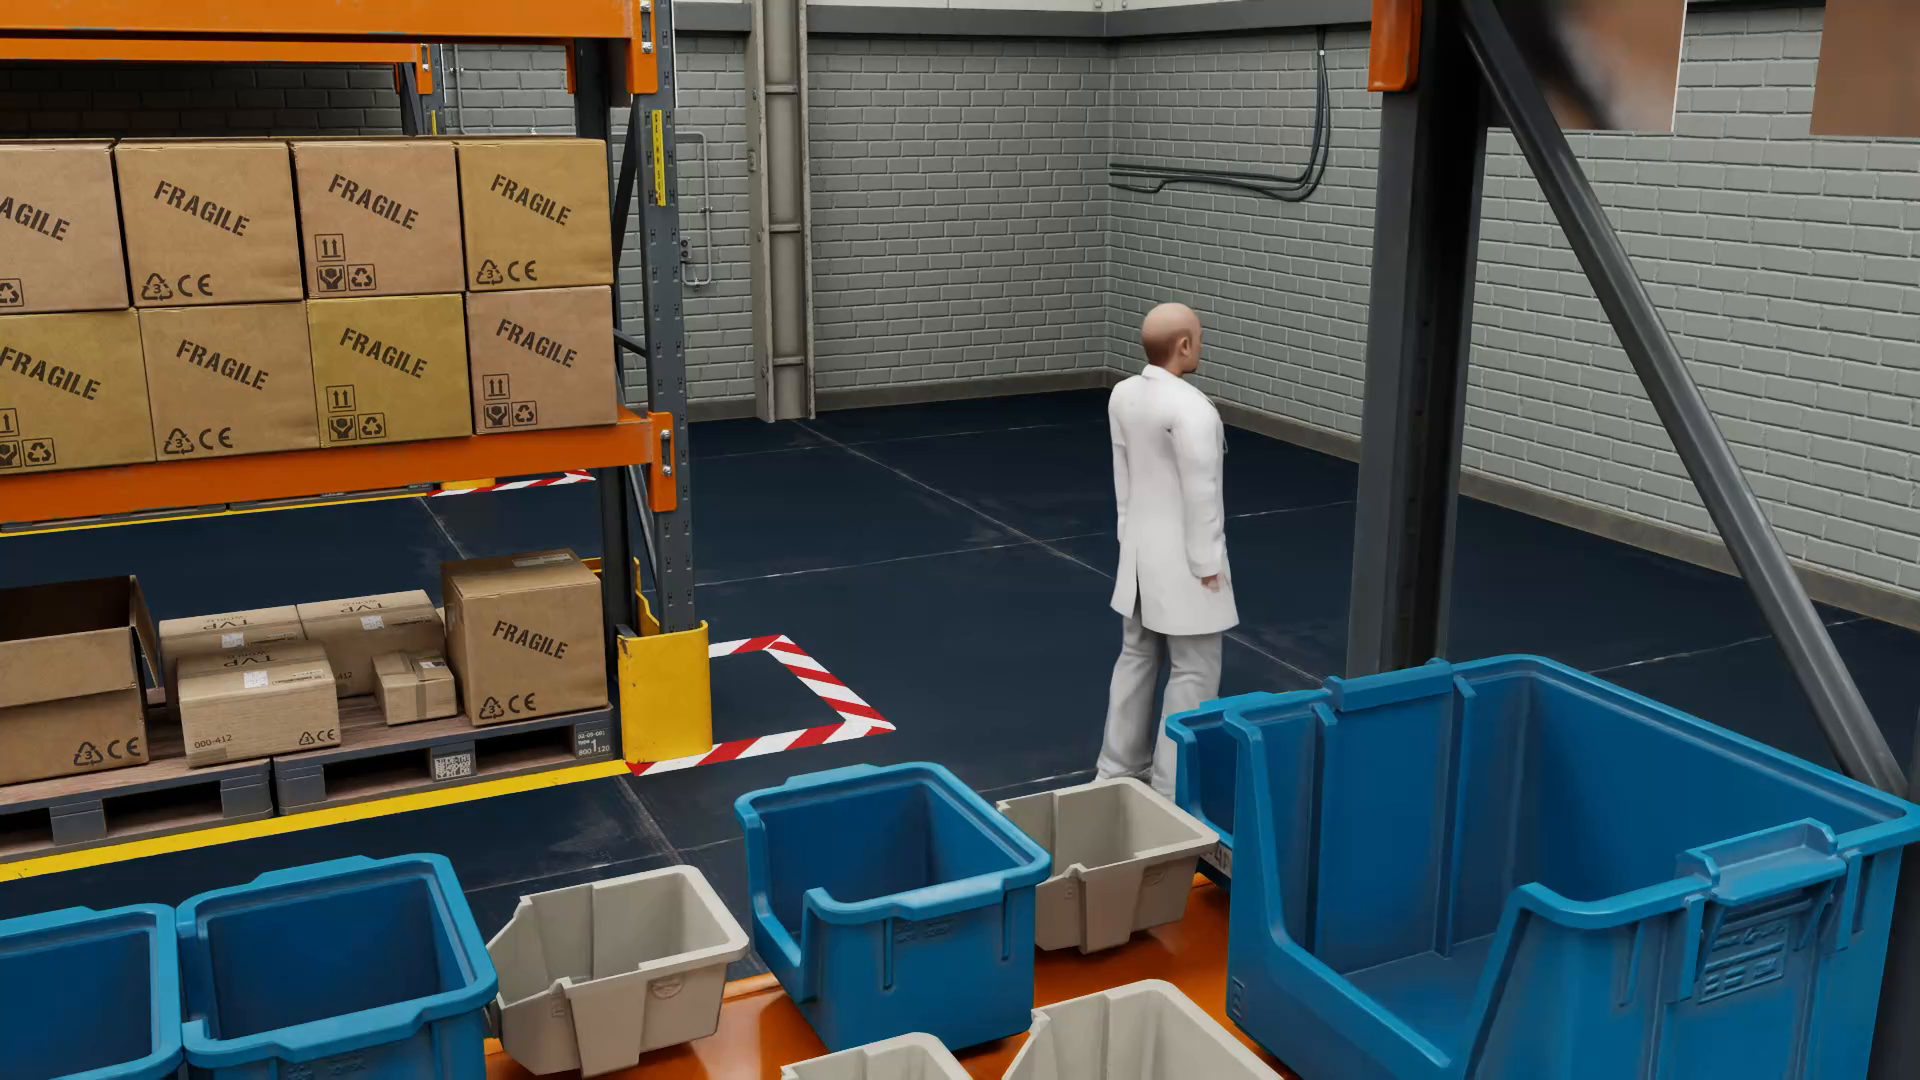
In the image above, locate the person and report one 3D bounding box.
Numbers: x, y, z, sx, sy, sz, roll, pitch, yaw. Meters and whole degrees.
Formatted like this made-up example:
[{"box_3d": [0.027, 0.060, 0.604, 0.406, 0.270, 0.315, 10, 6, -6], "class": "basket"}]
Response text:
[{"box_3d": [0.746, 0.068, 5.826, 0.465, 1.795, 0.565, -7, 16, -24], "class": "person"}]
